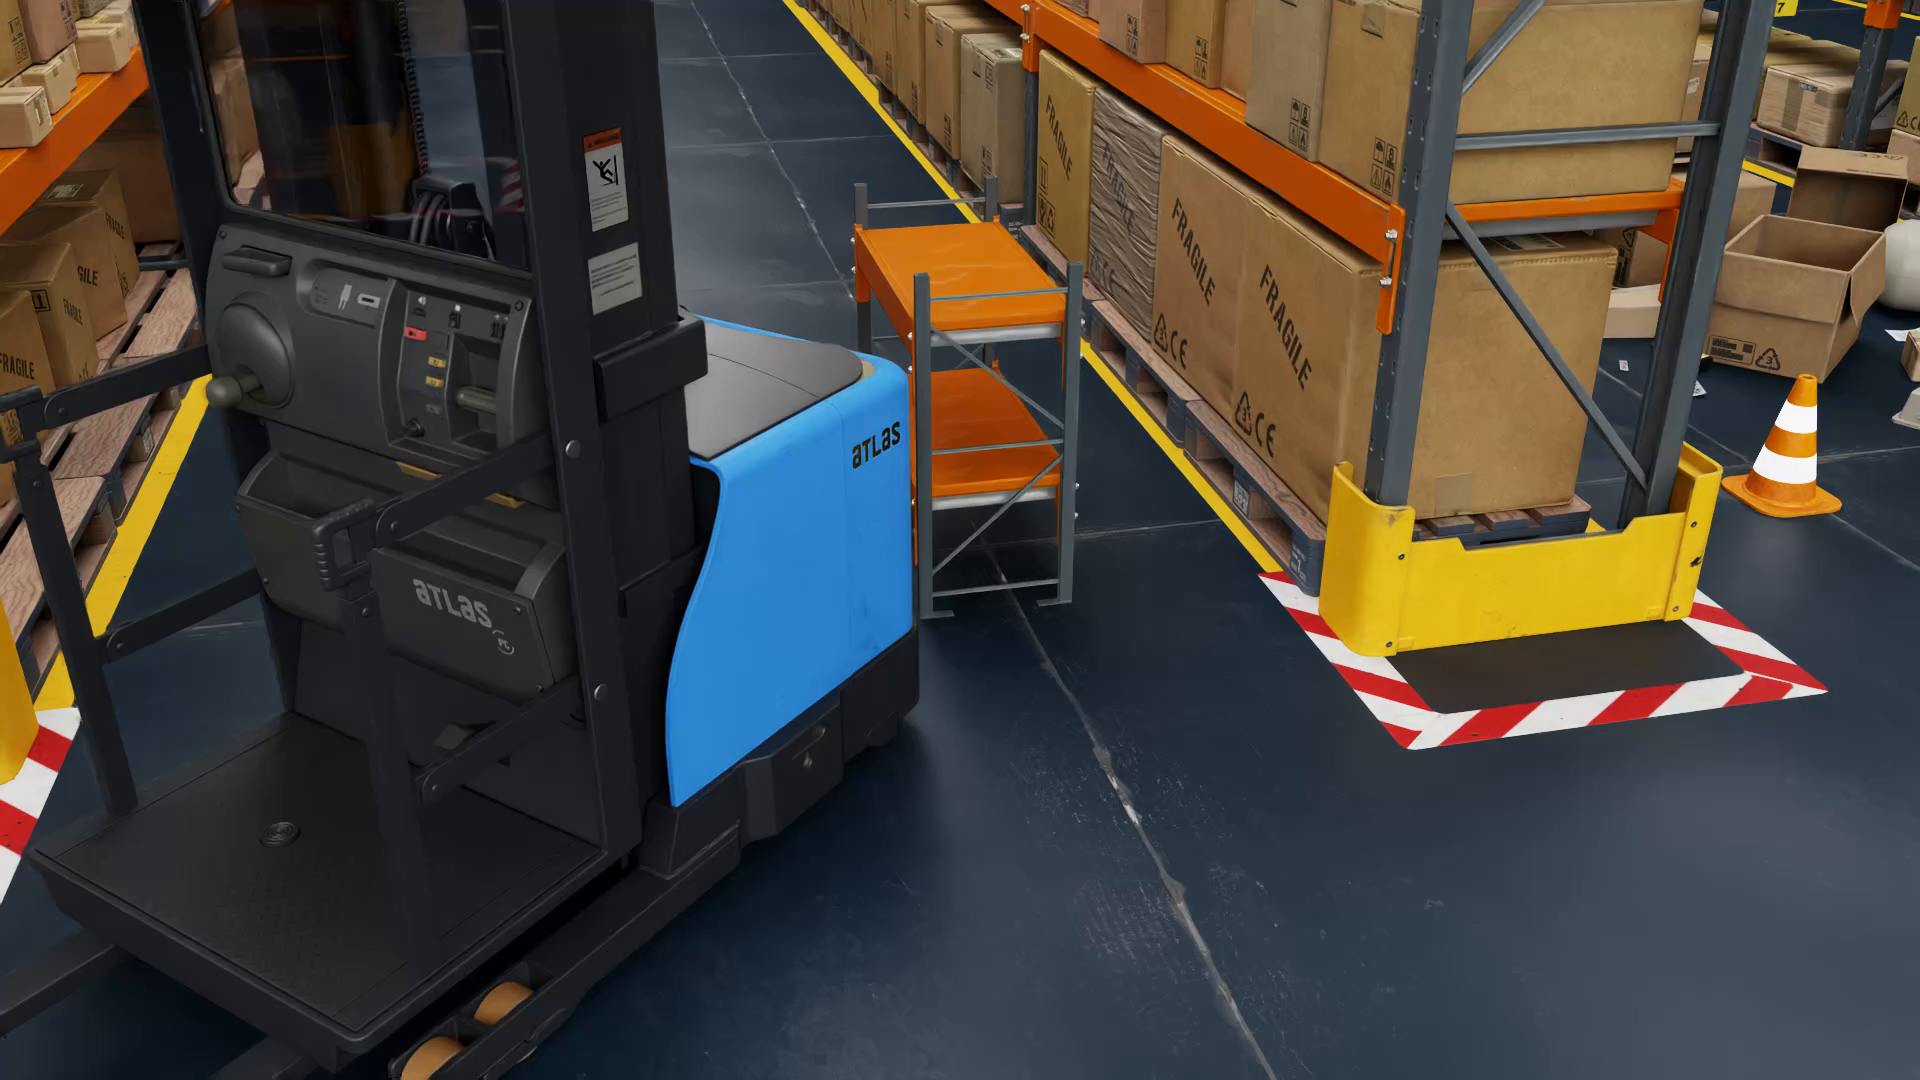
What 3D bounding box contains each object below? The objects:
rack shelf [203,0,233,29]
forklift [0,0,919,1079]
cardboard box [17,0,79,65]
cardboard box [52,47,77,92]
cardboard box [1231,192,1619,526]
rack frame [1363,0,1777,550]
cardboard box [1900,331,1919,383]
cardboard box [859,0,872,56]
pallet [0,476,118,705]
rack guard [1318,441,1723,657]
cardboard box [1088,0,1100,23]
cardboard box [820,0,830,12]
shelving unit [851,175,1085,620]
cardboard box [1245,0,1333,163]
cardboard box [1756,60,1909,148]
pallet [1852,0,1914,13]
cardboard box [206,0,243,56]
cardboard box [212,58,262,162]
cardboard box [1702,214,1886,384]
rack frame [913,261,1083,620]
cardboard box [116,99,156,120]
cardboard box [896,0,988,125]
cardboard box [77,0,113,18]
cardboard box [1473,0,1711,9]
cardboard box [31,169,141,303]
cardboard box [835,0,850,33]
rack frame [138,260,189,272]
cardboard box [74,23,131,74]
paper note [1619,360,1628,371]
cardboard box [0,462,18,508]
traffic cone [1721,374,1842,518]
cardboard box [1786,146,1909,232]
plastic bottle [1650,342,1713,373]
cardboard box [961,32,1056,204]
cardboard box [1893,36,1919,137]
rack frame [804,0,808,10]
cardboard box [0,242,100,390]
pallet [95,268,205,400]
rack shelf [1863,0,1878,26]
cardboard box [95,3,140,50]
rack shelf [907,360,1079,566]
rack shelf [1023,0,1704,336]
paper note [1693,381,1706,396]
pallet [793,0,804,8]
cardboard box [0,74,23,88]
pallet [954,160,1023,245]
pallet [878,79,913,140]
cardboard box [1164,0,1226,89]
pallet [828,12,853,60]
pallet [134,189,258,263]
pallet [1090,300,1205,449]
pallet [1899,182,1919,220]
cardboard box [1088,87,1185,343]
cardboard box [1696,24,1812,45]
[{"bbox_3d":[-4.478,-2.977,9.117,1.077,0.370,4.000,-6,27,-12],"label":"rack shelf"},{"bbox_3d":[-1.328,-0.363,3.217,1.130,2.935,3.031,16,31,29],"label":"forklift"},{"bbox_3d":[-3.697,-1.961,5.865,0.875,0.500,0.500,-6,27,-12],"label":"cardboard box"},{"bbox_3d":[-3.459,-1.689,6.047,0.380,0.149,0.250,-6,27,-12],"label":"cardboard box"},{"bbox_3d":[1.512,-0.653,5.607,0.875,0.875,0.875,-6,27,-11],"label":"cardboard box"},{"bbox_3d":[1.729,-1.123,4.646,1.000,3.000,0.127,-6,27,-12],"label":"rack frame"},{"bbox_3d":[4.266,-0.767,7.105,0.380,0.149,0.250,8,28,15],"label":"cardboard box"},{"bbox_3d":[-0.477,-3.969,12.592,0.500,0.500,0.500,-6,27,-12],"label":"cardboard box"},{"bbox_3d":[-3.292,0.188,5.144,1.003,0.211,1.213,-6,27,-12],"label":"pallet"},{"bbox_3d":[1.735,0.003,5.188,1.175,0.500,0.348,-6,27,-12],"label":"rack guard"},{"bbox_3d":[1.069,-2.546,7.299,0.875,0.550,0.550,-6,27,-12],"label":"cardboard box"},{"bbox_3d":[-0.946,-4.879,14.396,0.500,0.500,0.500,-5,27,-9],"label":"cardboard box"},{"bbox_3d":[-0.002,-0.505,5.502,0.538,1.125,1.048,-6,27,-12],"label":"shelving unit"},{"bbox_3d":[1.456,-1.587,5.400,0.875,0.550,0.550,-6,27,-12],"label":"cardboard box"},{"bbox_3d":[5.507,-2.670,10.162,0.950,0.372,0.625,-6,27,-11],"label":"cardboard box"},{"bbox_3d":[9.159,-5.309,16.034,1.003,0.211,1.213,-6,27,-12],"label":"pallet"},{"bbox_3d":[-4.619,-3.068,9.953,0.500,0.250,0.500,-3,27,-6],"label":"cardboard box"},{"bbox_3d":[-4.486,-2.474,9.608,0.700,0.500,0.500,-4,27,-7],"label":"cardboard box"},{"bbox_3d":[3.667,-1.070,7.311,0.637,0.503,0.797,19,32,32],"label":"cardboard box"},{"bbox_3d":[0.113,-0.282,5.060,0.500,1.125,0.032,-6,27,-12],"label":"rack frame"},{"bbox_3d":[-4.234,-1.983,8.636,0.700,0.500,0.500,-6,27,-12],"label":"cardboard box"},{"bbox_3d":[0.176,-3.158,10.709,1.050,0.750,0.750,-6,27,-11],"label":"cardboard box"},{"bbox_3d":[-3.986,-2.393,6.722,0.875,0.500,0.500,-6,27,-12],"label":"cardboard box"},{"bbox_3d":[1.683,-1.839,4.699,0.875,0.550,0.550,-6,27,-12],"label":"cardboard box"},{"bbox_3d":[-3.976,-1.312,7.328,0.500,0.500,0.500,-7,28,-13],"label":"cardboard box"},{"bbox_3d":[-0.725,-4.428,13.501,0.500,0.500,0.500,-7,28,-14],"label":"cardboard box"},{"bbox_3d":[-4.027,-2.420,7.215,1.000,3.000,0.127,-6,27,-12],"label":"rack frame"},{"bbox_3d":[-3.483,-1.918,6.500,0.380,0.149,0.250,-6,27,-12],"label":"cardboard box"},{"bbox_3d":[2.893,-0.761,7.247,0.032,0.001,0.123,8,28,15],"label":"paper note"},{"bbox_3d":[-3.418,-0.270,5.264,0.500,0.500,0.500,1,27,2],"label":"cardboard box"},{"bbox_3d":[2.993,-0.368,5.965,0.336,0.463,0.334,-6,27,-12],"label":"traffic cone"},{"bbox_3d":[4.544,-1.703,8.566,0.500,0.500,0.500,13,30,24],"label":"cardboard box"},{"bbox_3d":[3.130,-0.805,7.278,0.133,0.061,0.283,-16,31,-29],"label":"plastic bottle"},{"bbox_3d":[0.600,-2.326,9.059,1.050,0.750,0.750,-6,27,-12],"label":"cardboard box"},{"bbox_3d":[5.498,-2.434,8.997,0.500,0.500,0.500,-5,27,-9],"label":"cardboard box"},{"bbox_3d":[-0.975,-6.391,15.083,1.000,3.000,0.127,-6,27,-12],"label":"rack frame"},{"bbox_3d":[-3.623,-0.796,6.307,0.500,0.500,0.500,-8,28,-16],"label":"cardboard box"},{"bbox_3d":[-3.841,-0.884,7.266,1.003,0.211,1.213,-6,27,-12],"label":"pallet"},{"bbox_3d":[5.177,-3.983,11.110,1.077,0.370,4.000,-6,27,-12],"label":"rack shelf"},{"bbox_3d":[-3.645,-2.132,6.924,0.380,0.149,0.250,-6,27,-12],"label":"cardboard box"},{"bbox_3d":[-0.002,-0.287,5.613,0.538,0.278,1.000,-6,27,-12],"label":"rack shelf"},{"bbox_3d":[1.279,-1.680,6.548,1.077,0.370,4.000,-6,27,-12],"label":"rack shelf"},{"bbox_3d":[3.039,-0.639,6.985,0.144,0.017,0.142,3,27,6],"label":"paper note"},{"bbox_3d":[-1.161,-5.437,16.288,1.003,0.211,1.213,-6,27,-12],"label":"pallet"},{"bbox_3d":[-3.387,-1.465,5.603,0.380,0.149,0.250,-6,27,-12],"label":"cardboard box"},{"bbox_3d":[0.581,-1.965,9.409,1.003,0.211,1.213,-6,27,-12],"label":"pallet"},{"bbox_3d":[0.031,-3.036,11.532,1.003,0.211,1.213,-6,27,-12],"label":"pallet"},{"bbox_3d":[1.293,-2.075,6.365,0.875,0.550,0.500,-6,27,-12],"label":"cardboard box"},{"bbox_3d":[-0.520,-4.268,13.971,1.003,0.211,1.213,-6,27,-12],"label":"pallet"},{"bbox_3d":[-4.204,-1.516,8.520,1.003,0.211,1.213,-6,27,-12],"label":"pallet"},{"bbox_3d":[1.202,-0.756,7.013,1.003,0.211,1.213,-6,27,-12],"label":"pallet"},{"bbox_3d":[5.814,-1.890,9.260,1.003,0.211,1.213,-6,27,-12],"label":"pallet"},{"bbox_3d":[1.108,-1.439,7.165,0.875,0.875,0.875,-6,27,-11],"label":"cardboard box"},{"bbox_3d":[5.183,-3.291,11.391,0.950,0.372,0.625,-5,27,-10],"label":"cardboard box"}]
